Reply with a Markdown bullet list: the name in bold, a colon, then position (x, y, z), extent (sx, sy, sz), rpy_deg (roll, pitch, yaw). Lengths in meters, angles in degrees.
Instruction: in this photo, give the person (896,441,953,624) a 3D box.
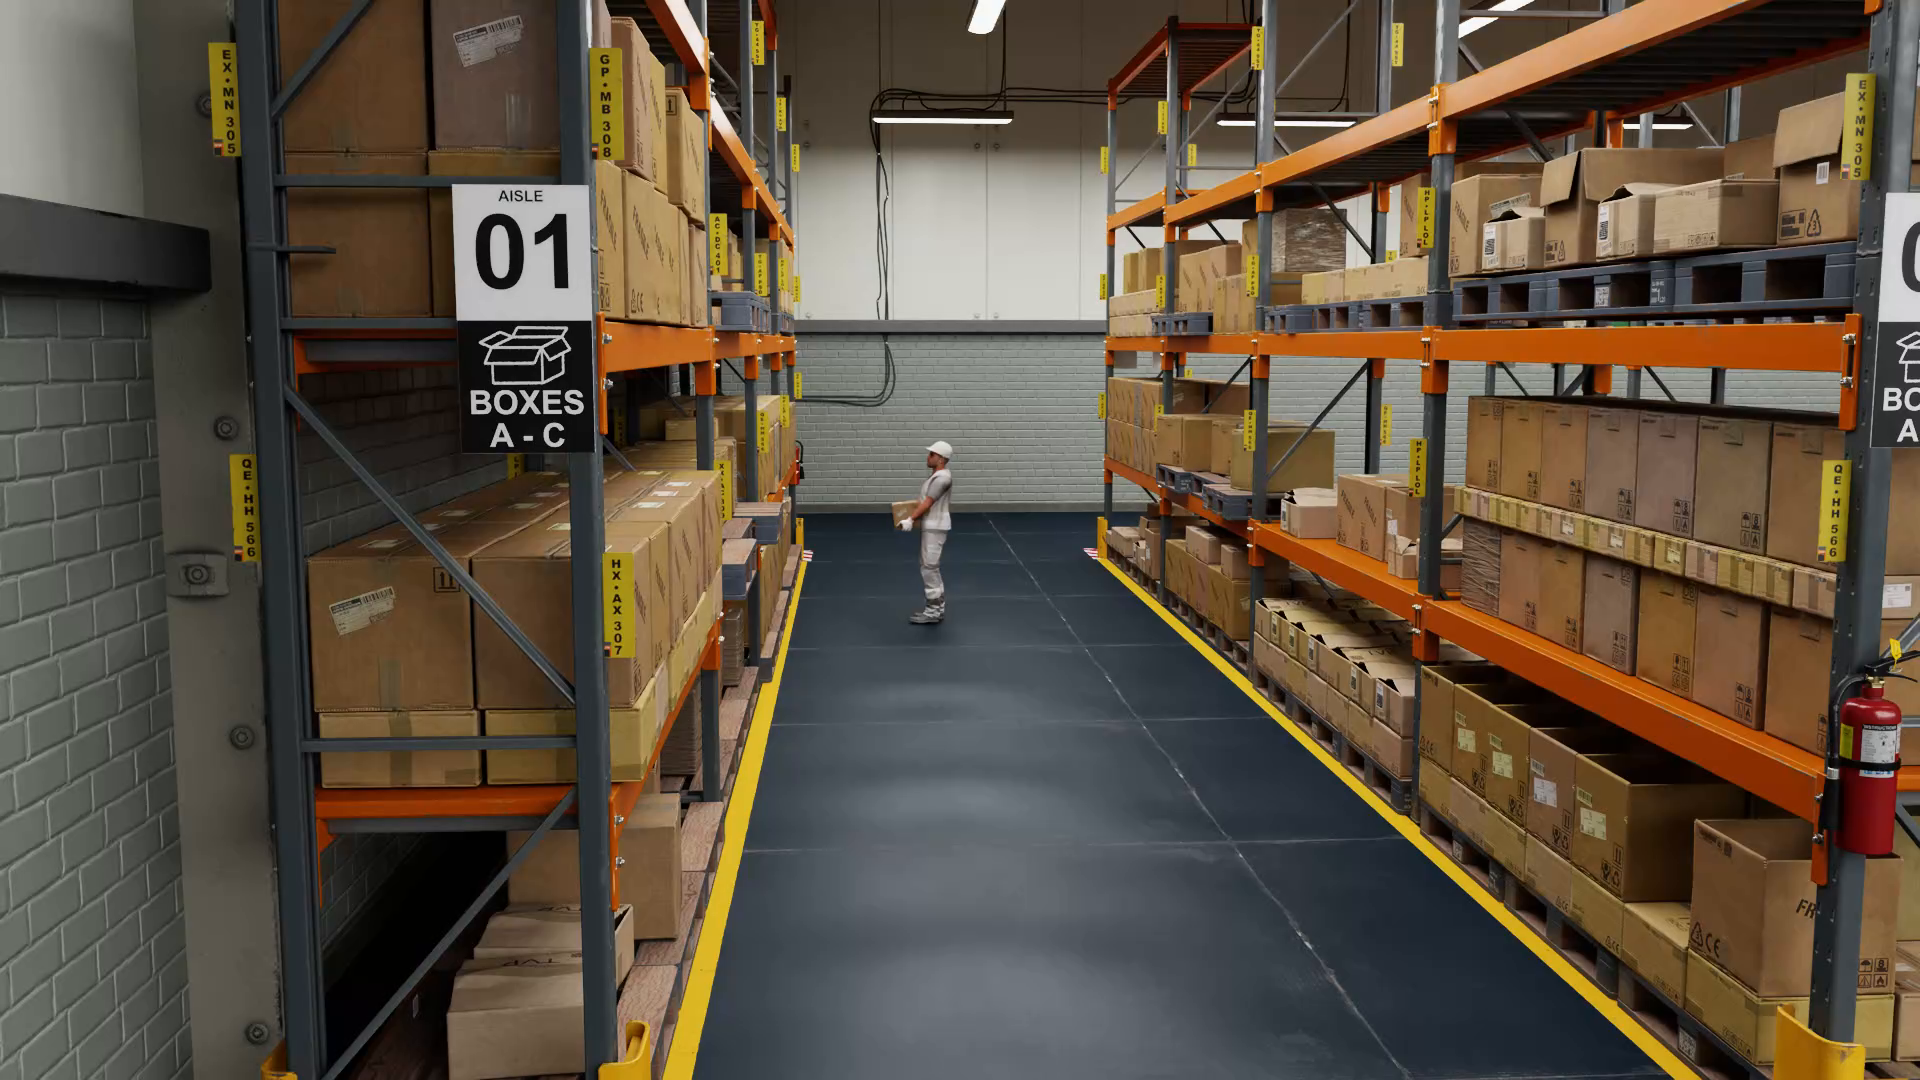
- **person**: position (-0.351, -0.077, 16.305), extent (0.561, 1.784, 0.497), rpy_deg (0, 7, -4)
